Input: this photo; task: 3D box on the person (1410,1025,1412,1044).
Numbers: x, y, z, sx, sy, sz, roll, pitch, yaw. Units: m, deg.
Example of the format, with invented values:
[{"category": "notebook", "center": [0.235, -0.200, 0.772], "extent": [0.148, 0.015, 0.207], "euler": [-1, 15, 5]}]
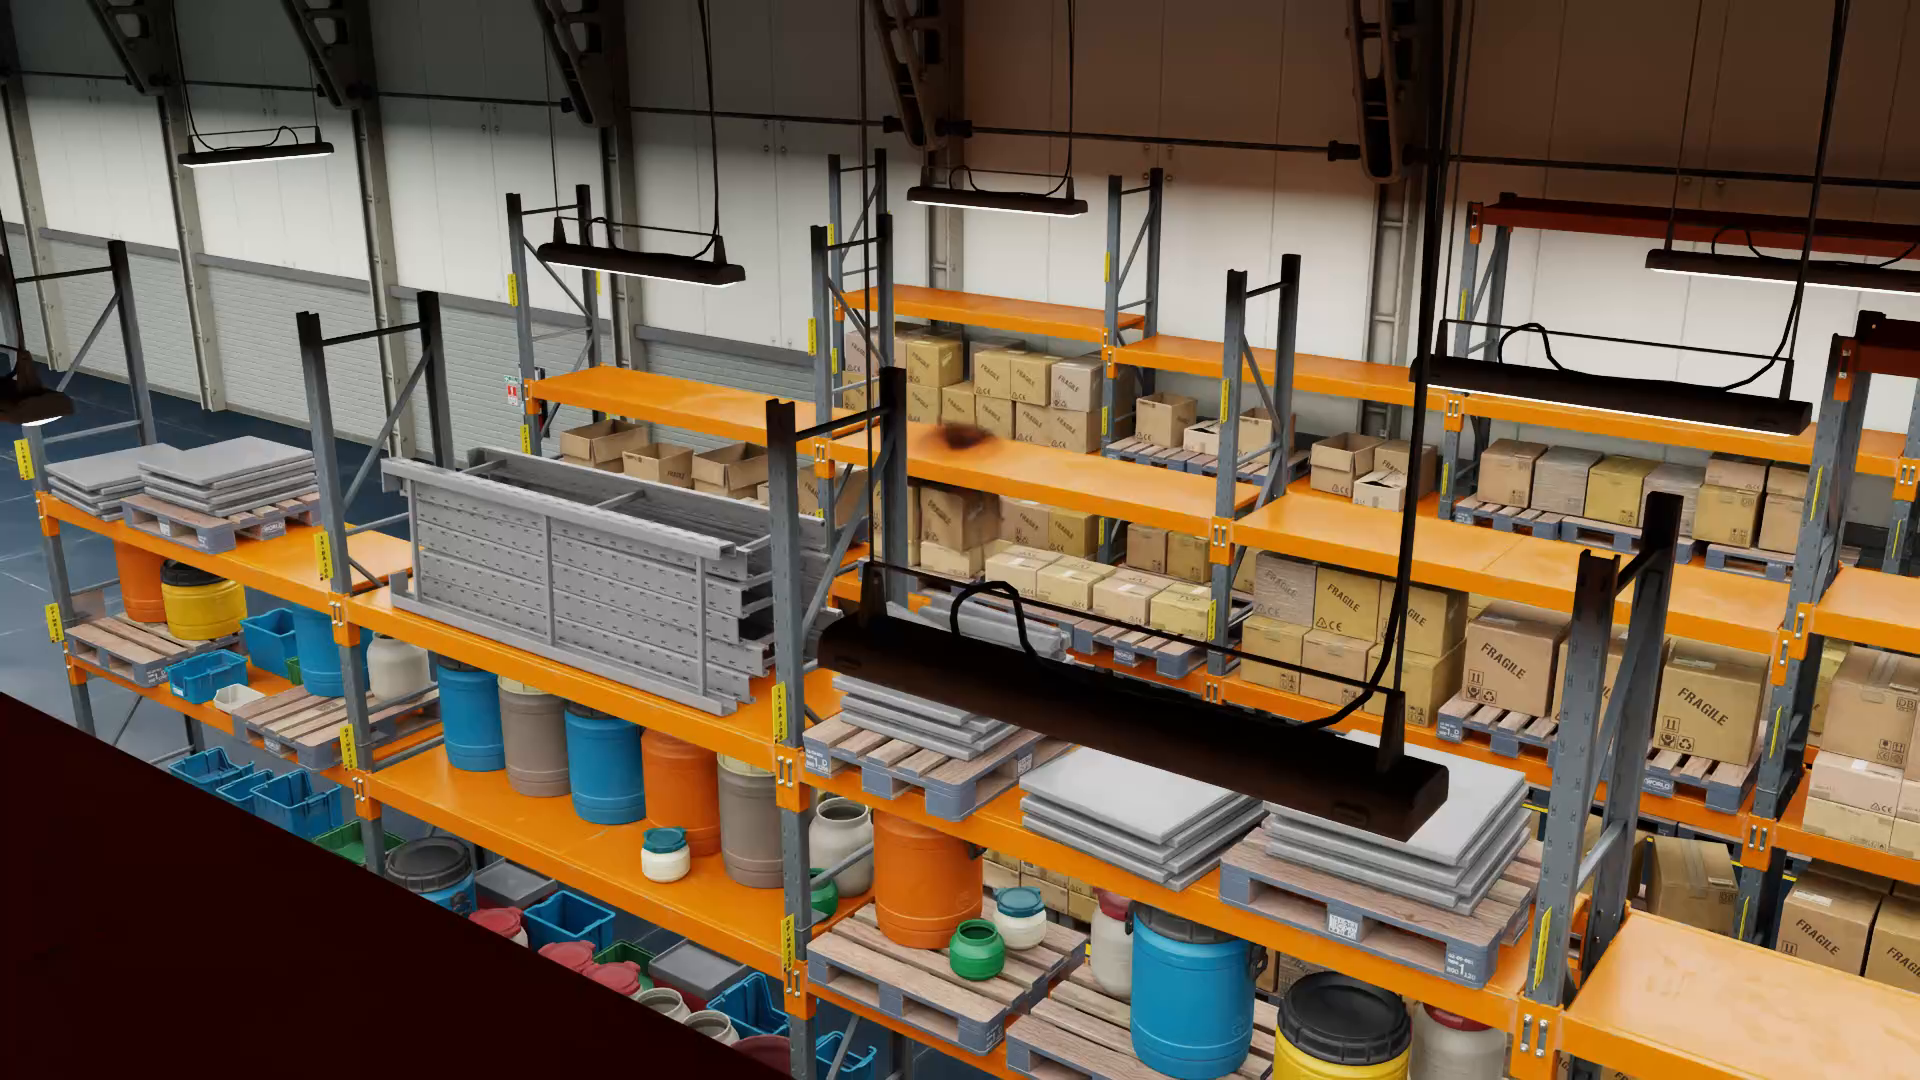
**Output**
[{"category": "person", "center": [2.822, 3.777, 11.148], "extent": [0.857, 1.674, 0.577], "euler": [12, 22, 31]}]
